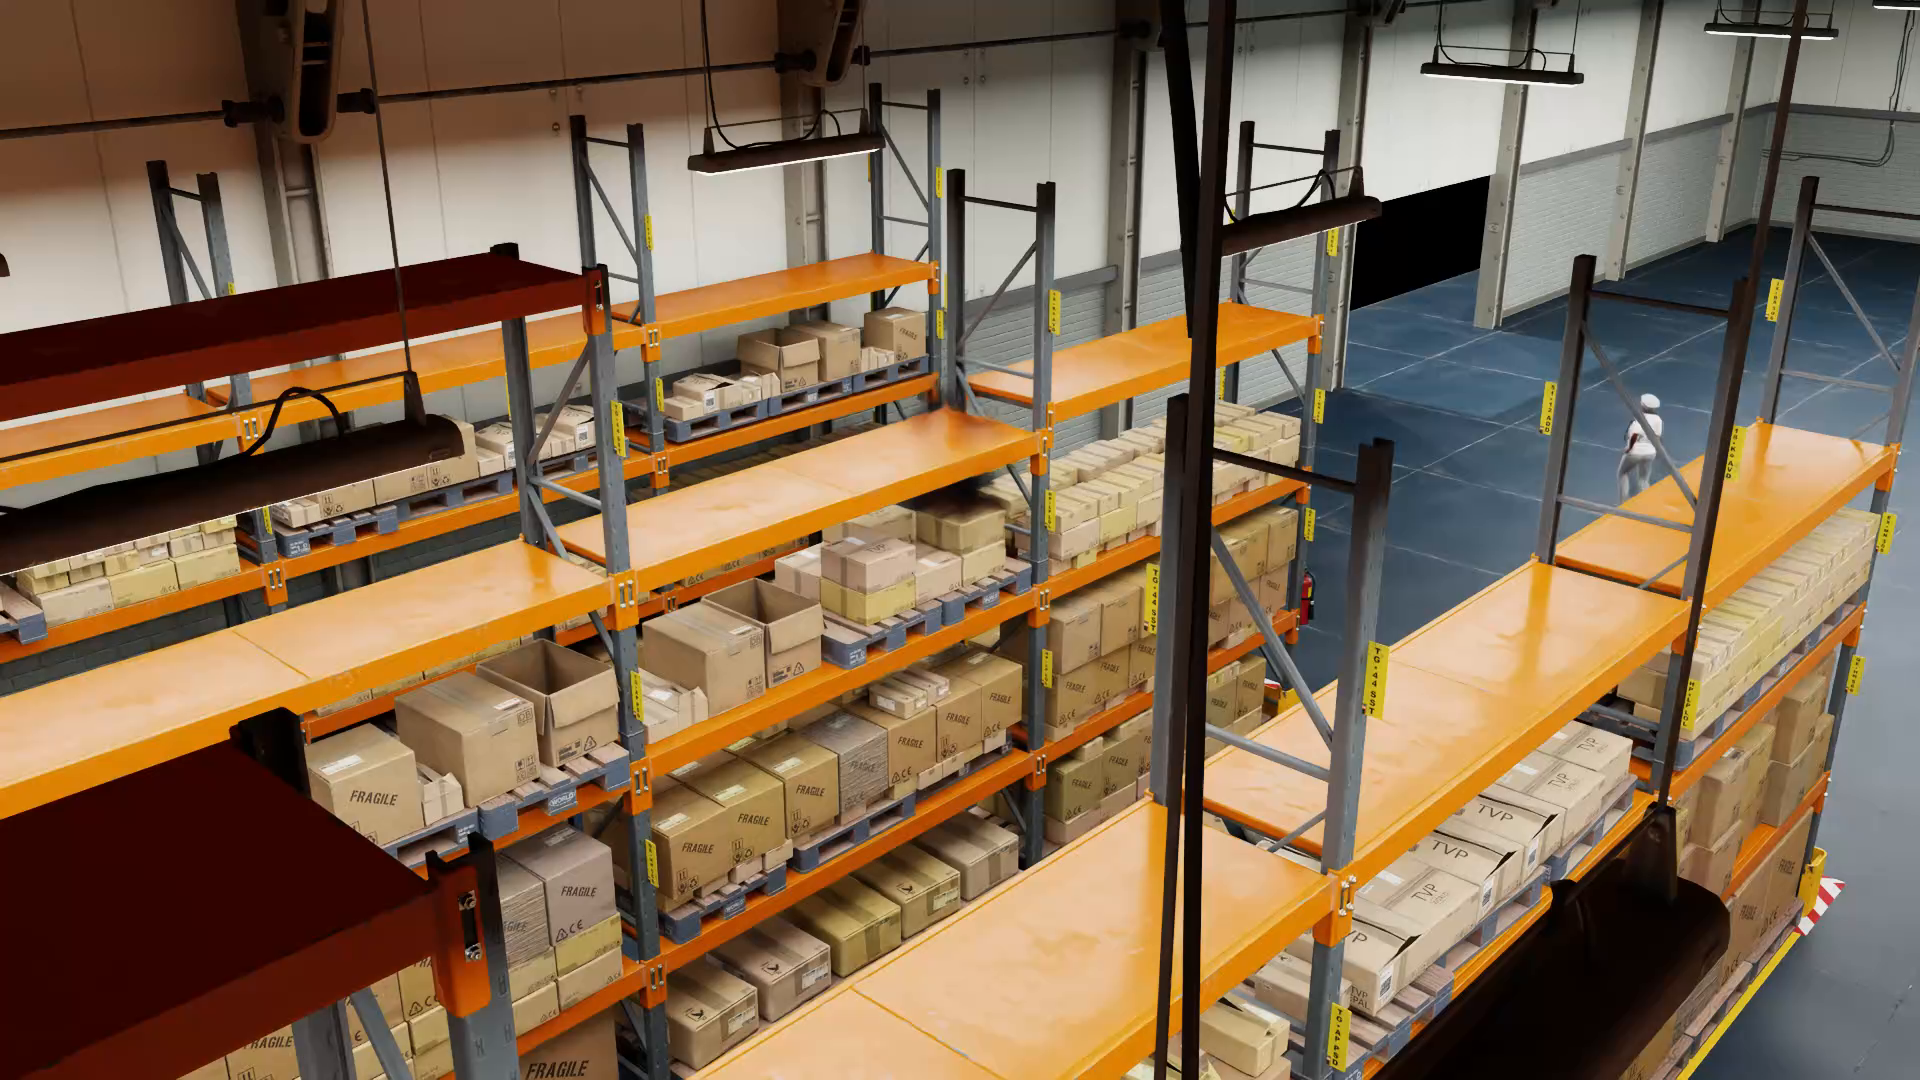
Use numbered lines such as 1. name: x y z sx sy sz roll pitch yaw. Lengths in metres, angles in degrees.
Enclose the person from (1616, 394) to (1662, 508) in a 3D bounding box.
1. person: 9.227 -1.127 22.595 0.556 1.757 0.714 -2 21 -6
